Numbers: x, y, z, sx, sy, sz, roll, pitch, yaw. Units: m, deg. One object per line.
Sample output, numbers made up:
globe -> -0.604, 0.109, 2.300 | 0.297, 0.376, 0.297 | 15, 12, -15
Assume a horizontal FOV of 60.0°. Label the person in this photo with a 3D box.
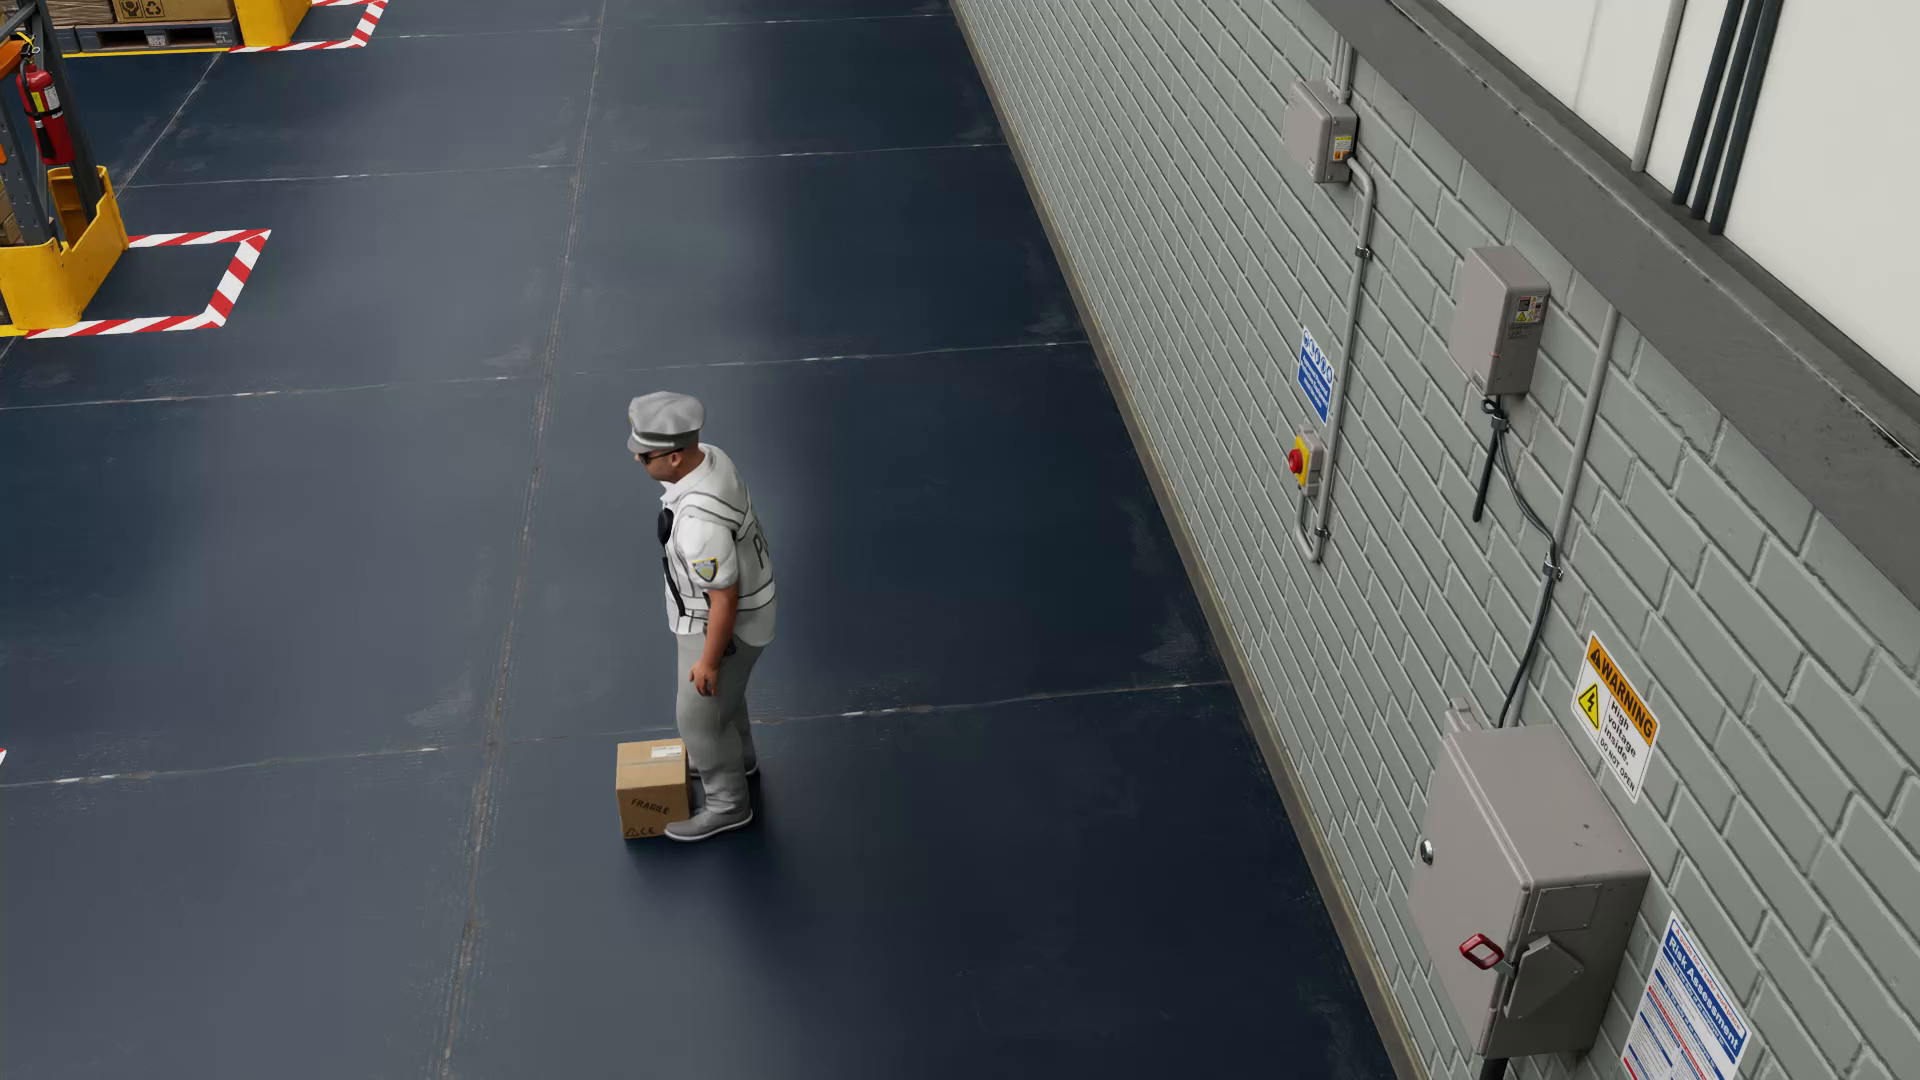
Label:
person -> -0.871, 0.273, 5.742 | 0.478, 1.747, 0.584 | -6, 35, -8
